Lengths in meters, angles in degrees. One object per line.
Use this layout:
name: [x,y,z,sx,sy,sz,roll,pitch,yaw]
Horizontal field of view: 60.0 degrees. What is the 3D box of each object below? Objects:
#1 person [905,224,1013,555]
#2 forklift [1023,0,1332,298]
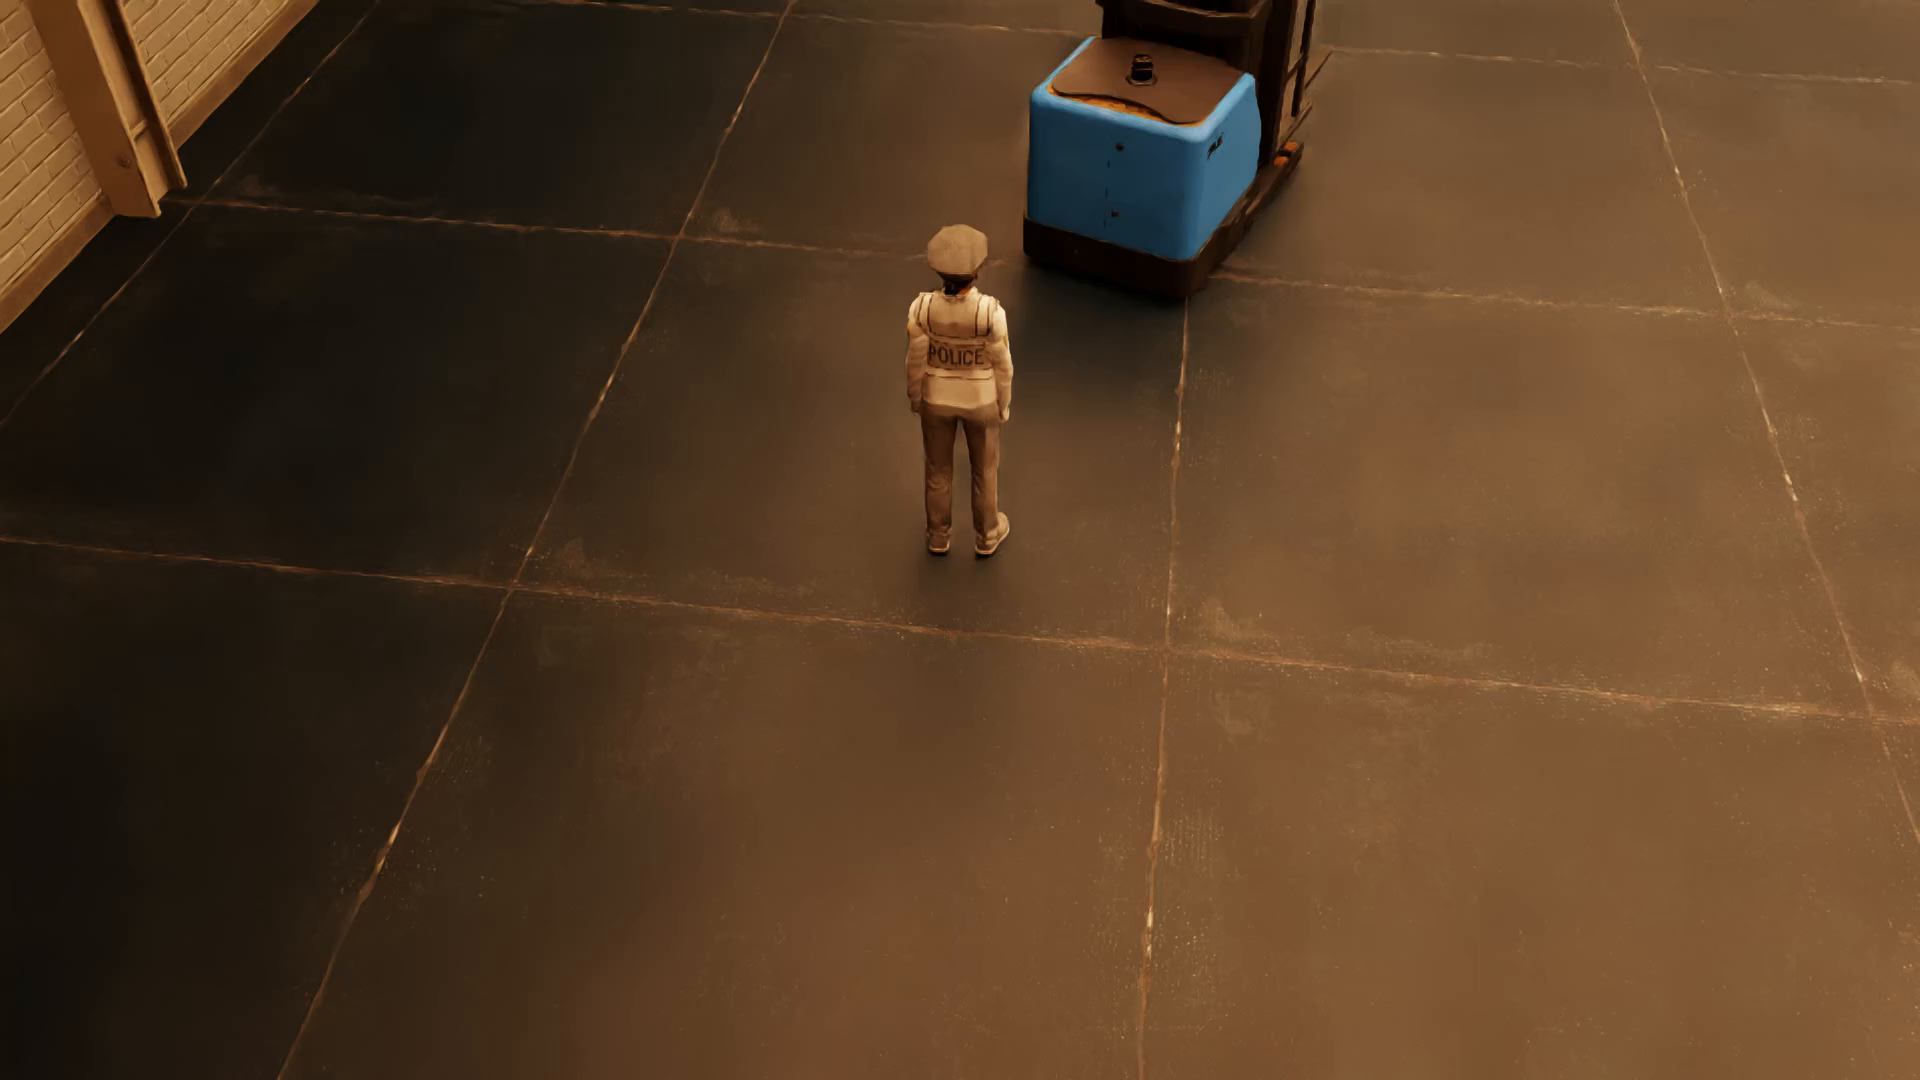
person: [0.001,-0.631,7.332,0.463,1.692,0.337,5,43,6]
forklift: [1.494,-3.420,9.447,1.130,2.935,3.031,19,46,20]
